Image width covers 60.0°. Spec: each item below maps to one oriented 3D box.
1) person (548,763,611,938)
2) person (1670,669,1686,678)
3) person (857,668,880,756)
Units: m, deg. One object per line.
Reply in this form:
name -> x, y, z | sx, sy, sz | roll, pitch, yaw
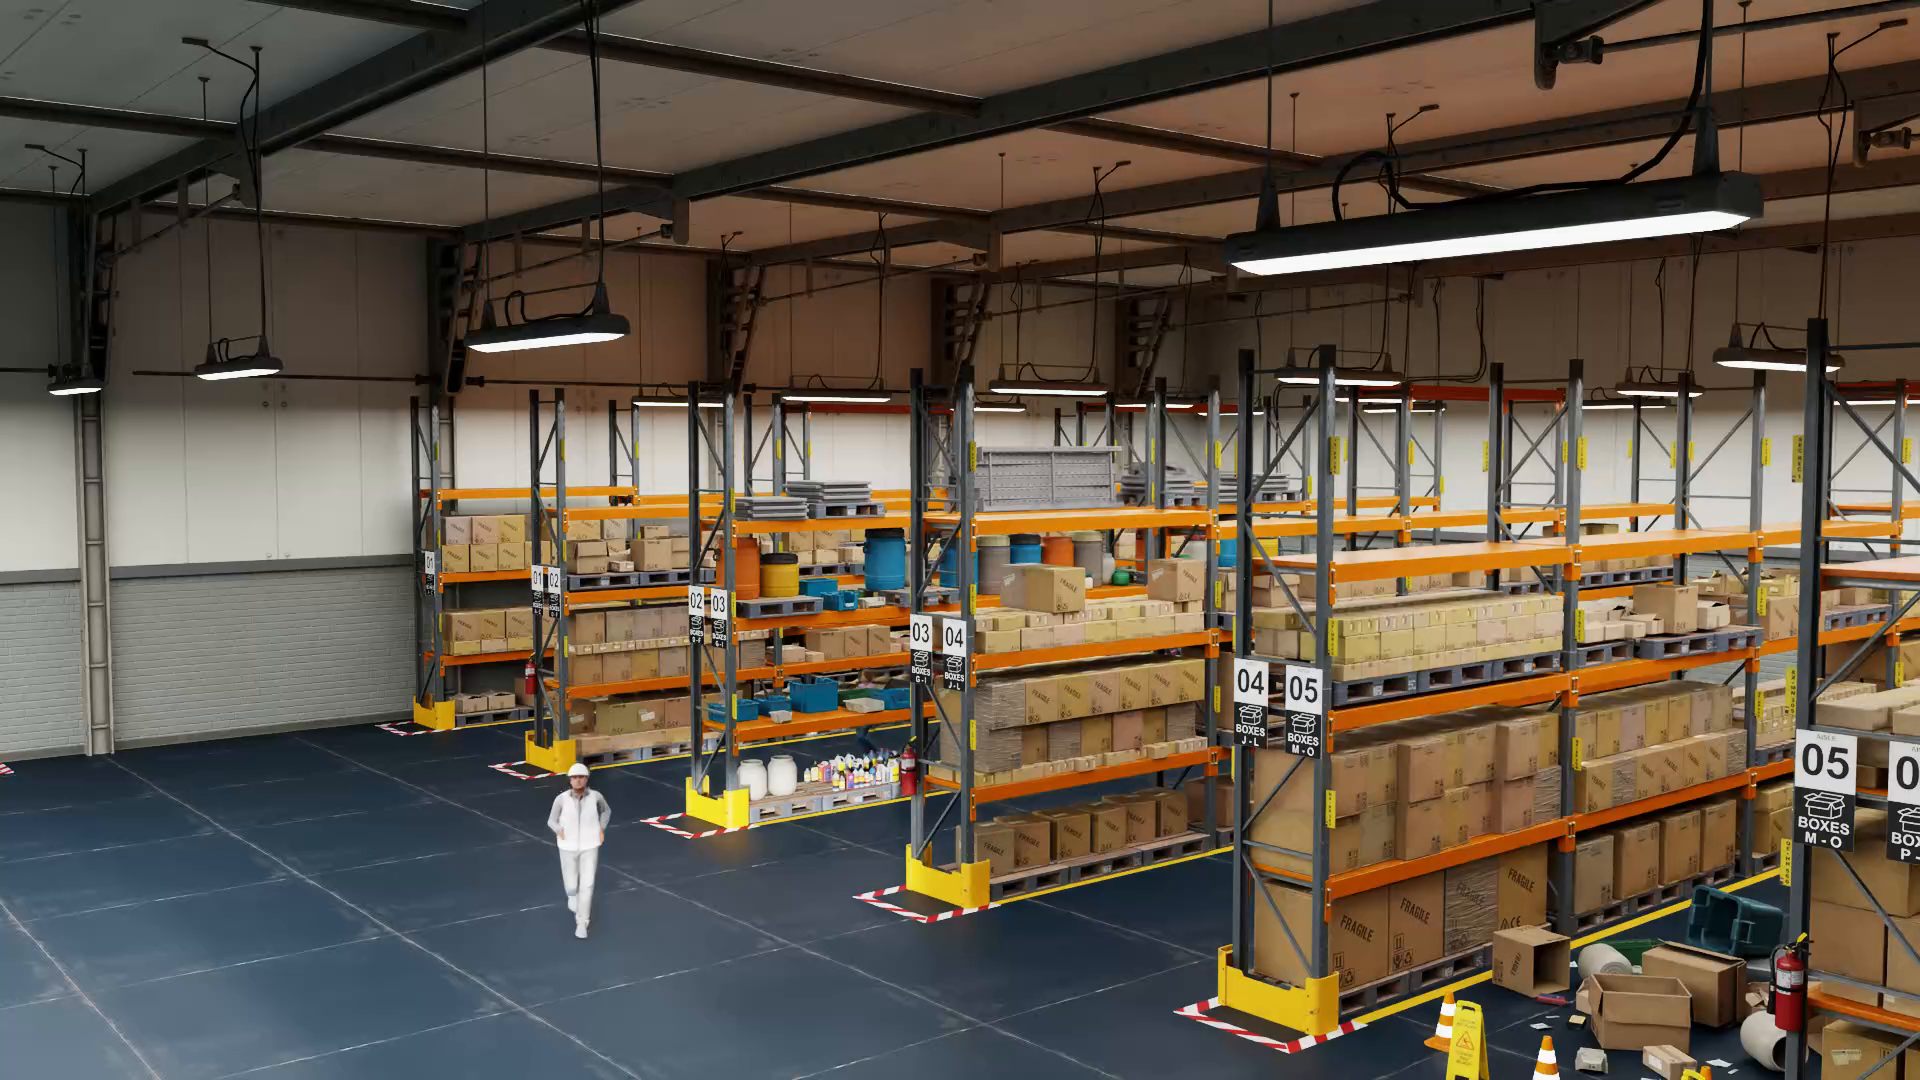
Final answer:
person -> -4.023, 3.241, 17.607 | 0.660, 1.758, 0.904 | -1, 3, -13
person -> 11.177, 2.794, 25.915 | 0.739, 1.671, 0.578 | -3, 4, -41
person -> -1.520, 2.819, 26.318 | 0.522, 1.559, 0.555 | 3, 5, 45
